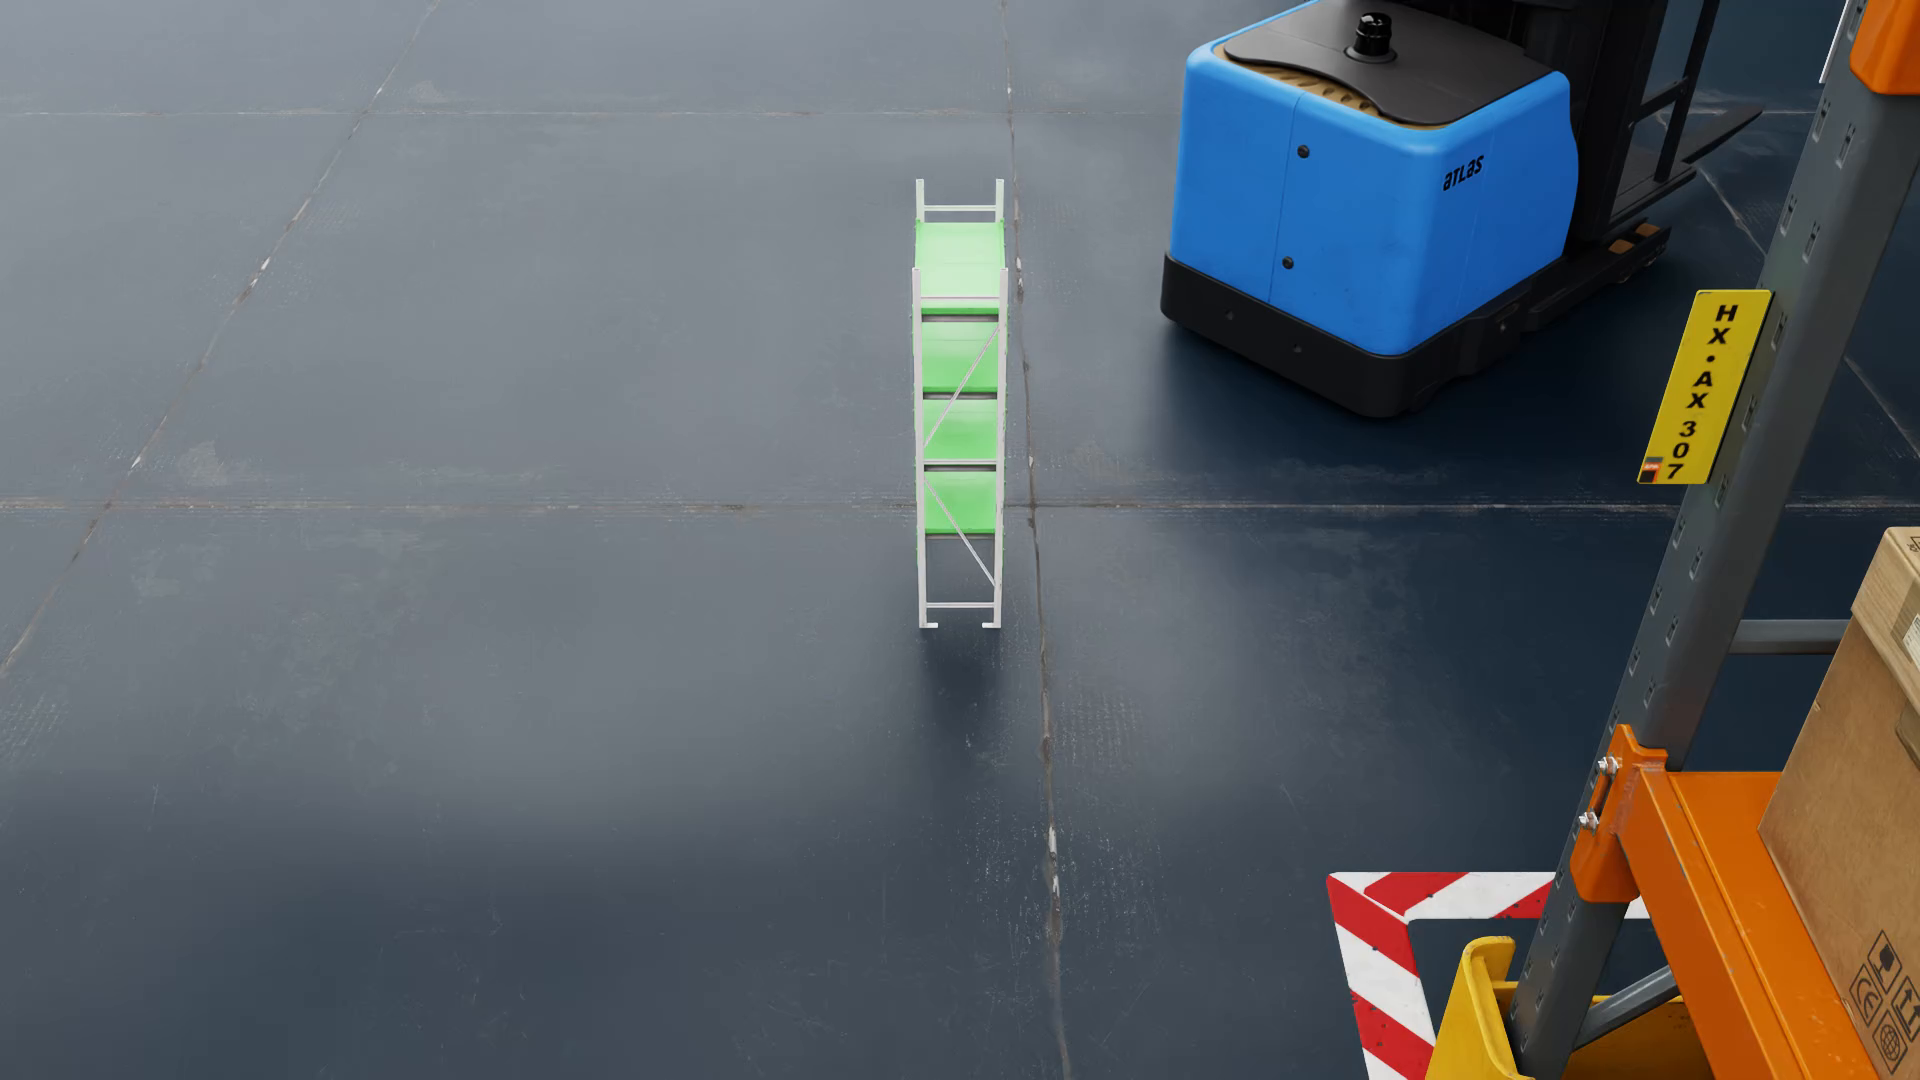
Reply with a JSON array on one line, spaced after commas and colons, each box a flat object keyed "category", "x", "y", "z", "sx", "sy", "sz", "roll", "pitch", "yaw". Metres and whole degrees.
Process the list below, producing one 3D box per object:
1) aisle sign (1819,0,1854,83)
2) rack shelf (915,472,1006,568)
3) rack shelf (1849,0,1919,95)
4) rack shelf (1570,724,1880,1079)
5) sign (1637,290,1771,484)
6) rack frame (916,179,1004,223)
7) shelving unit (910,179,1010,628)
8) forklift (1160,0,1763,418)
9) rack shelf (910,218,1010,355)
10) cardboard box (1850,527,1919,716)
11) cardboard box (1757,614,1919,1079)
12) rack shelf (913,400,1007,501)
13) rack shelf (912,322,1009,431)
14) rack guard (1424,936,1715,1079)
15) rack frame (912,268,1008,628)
[{"category": "aisle sign", "x": 1.301, "y": -0.895, "z": 1.889, "sx": 0.394, "sy": 0.787, "sz": 0.004, "roll": 0, "pitch": 39, "yaw": 0}, {"category": "rack shelf", "x": 0.000, "y": -0.128, "z": 4.936, "sx": 0.258, "sy": 0.148, "sz": 0.480, "roll": 0, "pitch": 39, "yaw": 0}, {"category": "rack shelf", "x": 1.609, "y": 0.521, "z": 0.377, "sx": 1.077, "sy": 0.370, "sz": 4.000, "roll": 0, "pitch": 39, "yaw": 0}, {"category": "rack shelf", "x": 1.609, "y": 1.692, "z": 1.315, "sx": 1.077, "sy": 0.370, "sz": 4.000, "roll": 0, "pitch": 39, "yaw": 0}, {"category": "sign", "x": 1.052, "y": -0.212, "z": 2.360, "sx": 0.100, "sy": 0.325, "sz": 0.005, "roll": 0, "pitch": 39, "yaw": 0}, {"category": "rack frame", "x": 0.000, "y": -0.517, "z": 4.936, "sx": 0.240, "sy": 1.200, "sz": 0.015, "roll": 0, "pitch": 39, "yaw": 0}, {"category": "shelving unit", "x": 0.000, "y": -0.365, "z": 4.746, "sx": 0.258, "sy": 1.200, "sz": 0.503, "roll": 0, "pitch": 39, "yaw": 0}, {"category": "forklift", "x": 2.168, "y": -2.361, "z": 5.853, "sx": 3.031, "sy": 2.935, "sz": 1.130, "roll": -30, "pitch": 48, "yaw": -32}, {"category": "rack shelf", "x": 0.000, "y": -0.689, "z": 4.485, "sx": 0.258, "sy": 0.148, "sz": 0.480, "roll": 0, "pitch": 39, "yaw": 0}, {"category": "cardboard box", "x": 1.392, "y": 0.114, "z": 2.111, "sx": 0.380, "sy": 0.149, "sz": 0.250, "roll": 0, "pitch": 39, "yaw": 0}, {"category": "cardboard box", "x": 1.595, "y": 0.413, "z": 2.255, "sx": 0.700, "sy": 0.500, "sz": 0.500, "roll": 0, "pitch": 39, "yaw": 0}, {"category": "rack shelf", "x": 0.000, "y": -0.315, "z": 4.786, "sx": 0.258, "sy": 0.148, "sz": 0.480, "roll": 0, "pitch": 39, "yaw": 0}, {"category": "rack shelf", "x": 0.000, "y": -0.502, "z": 4.635, "sx": 0.258, "sy": 0.148, "sz": 0.480, "roll": 0, "pitch": 39, "yaw": 0}, {"category": "rack guard", "x": 1.607, "y": 1.121, "z": 3.451, "sx": 1.175, "sy": 0.500, "sz": 0.348, "roll": 0, "pitch": 39, "yaw": 0}, {"category": "rack frame", "x": 0.000, "y": -0.212, "z": 4.555, "sx": 0.240, "sy": 1.200, "sz": 0.015, "roll": 0, "pitch": 39, "yaw": 0}]
